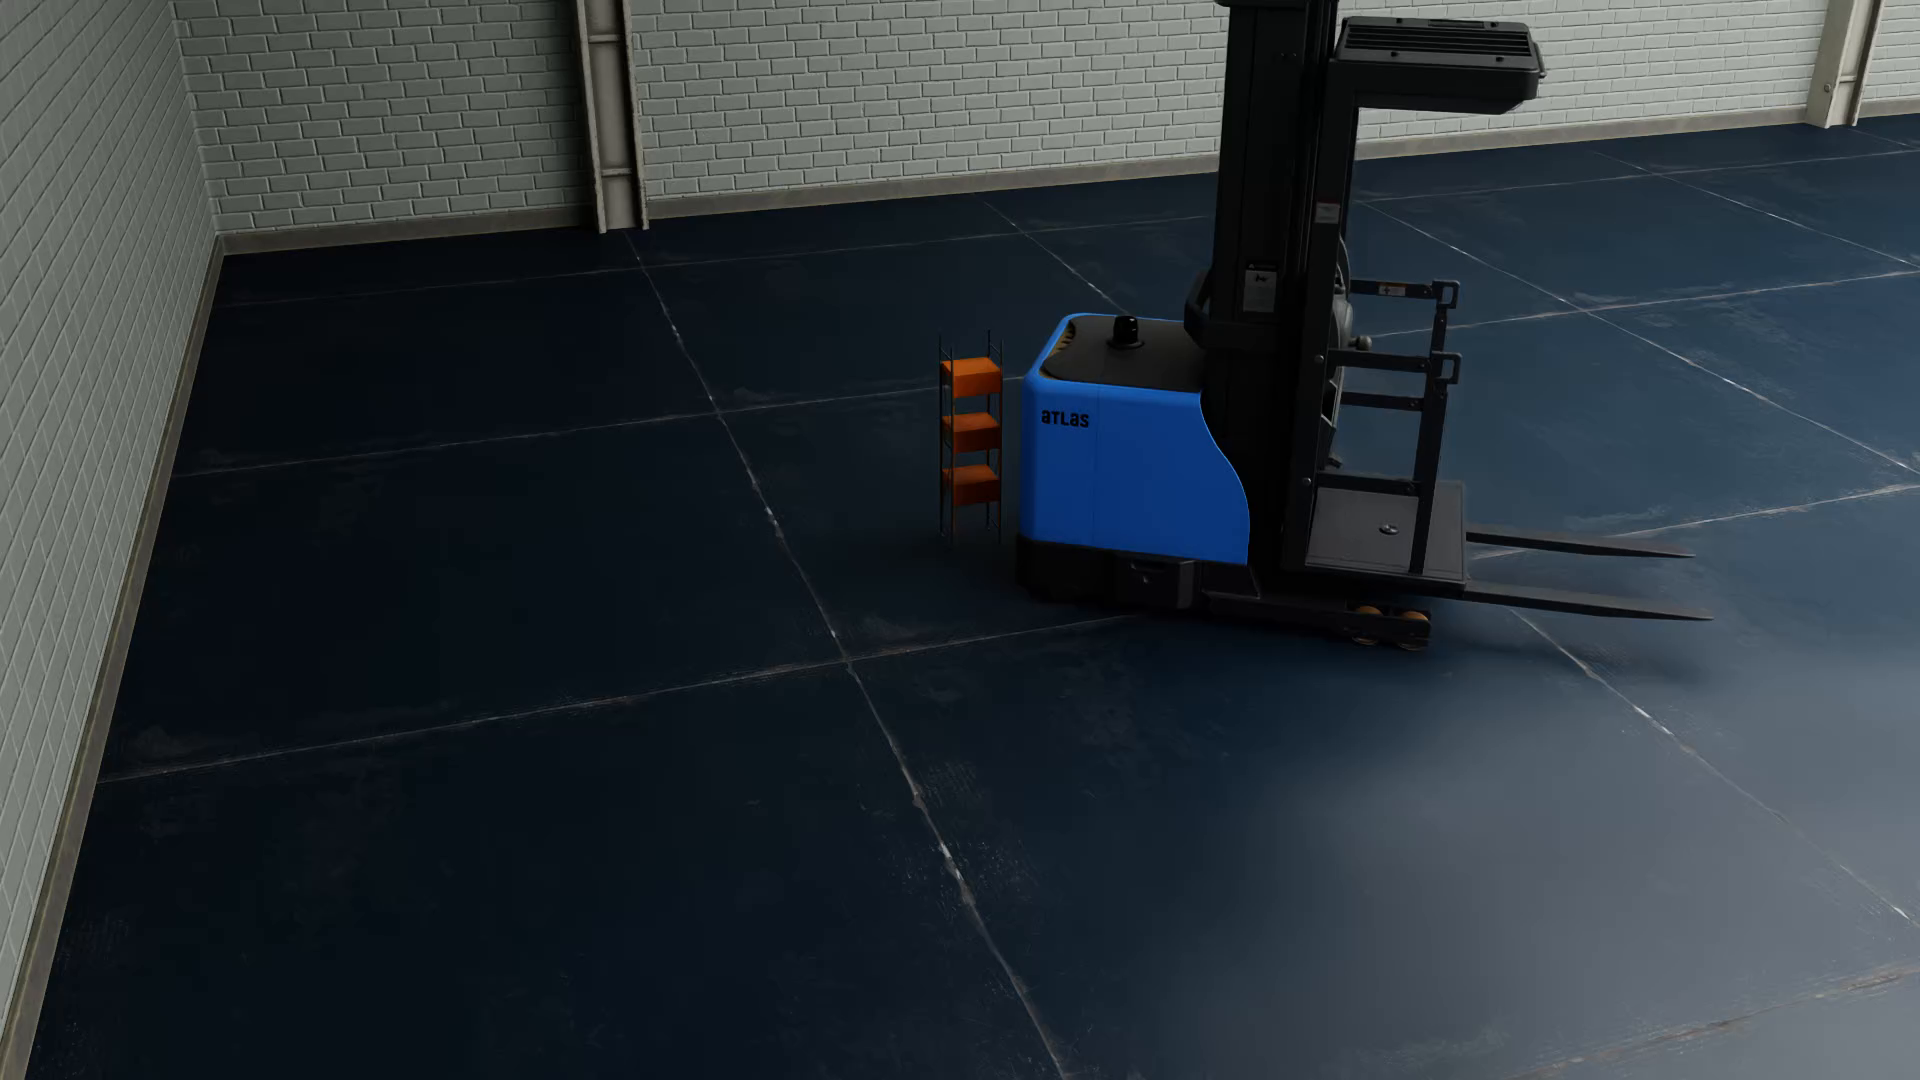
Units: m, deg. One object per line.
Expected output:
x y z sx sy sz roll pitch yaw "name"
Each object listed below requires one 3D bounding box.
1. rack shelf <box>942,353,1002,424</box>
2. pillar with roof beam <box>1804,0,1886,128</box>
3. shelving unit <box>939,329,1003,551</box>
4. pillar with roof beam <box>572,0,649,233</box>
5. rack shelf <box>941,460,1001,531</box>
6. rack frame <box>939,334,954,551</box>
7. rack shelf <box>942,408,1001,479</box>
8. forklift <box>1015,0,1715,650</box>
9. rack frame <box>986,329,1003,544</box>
0.051 -0.722 7.910 0.240 0.259 0.215 -8 28 -16 "rack shelf"
10.033 -6.378 10.977 0.400 9.000 9.100 -8 28 -16 "pillar with roof beam"
0.051 -0.478 8.031 0.252 1.050 0.215 -8 28 -16 "shelving unit"
-1.377 -4.725 7.648 0.400 9.000 9.100 -8 28 -16 "pillar with roof beam"
0.051 -0.219 8.160 0.240 0.259 0.215 -8 28 -16 "rack shelf"
-0.065 -0.461 7.998 0.008 1.050 0.200 -8 28 -16 "rack frame"
0.051 -0.468 8.036 0.240 0.259 0.215 -8 28 -16 "rack shelf"
1.832 -1.093 7.156 3.031 2.935 1.130 7 27 13 "forklift"
0.167 -0.494 8.065 0.008 1.050 0.200 -8 28 -16 "rack frame"
